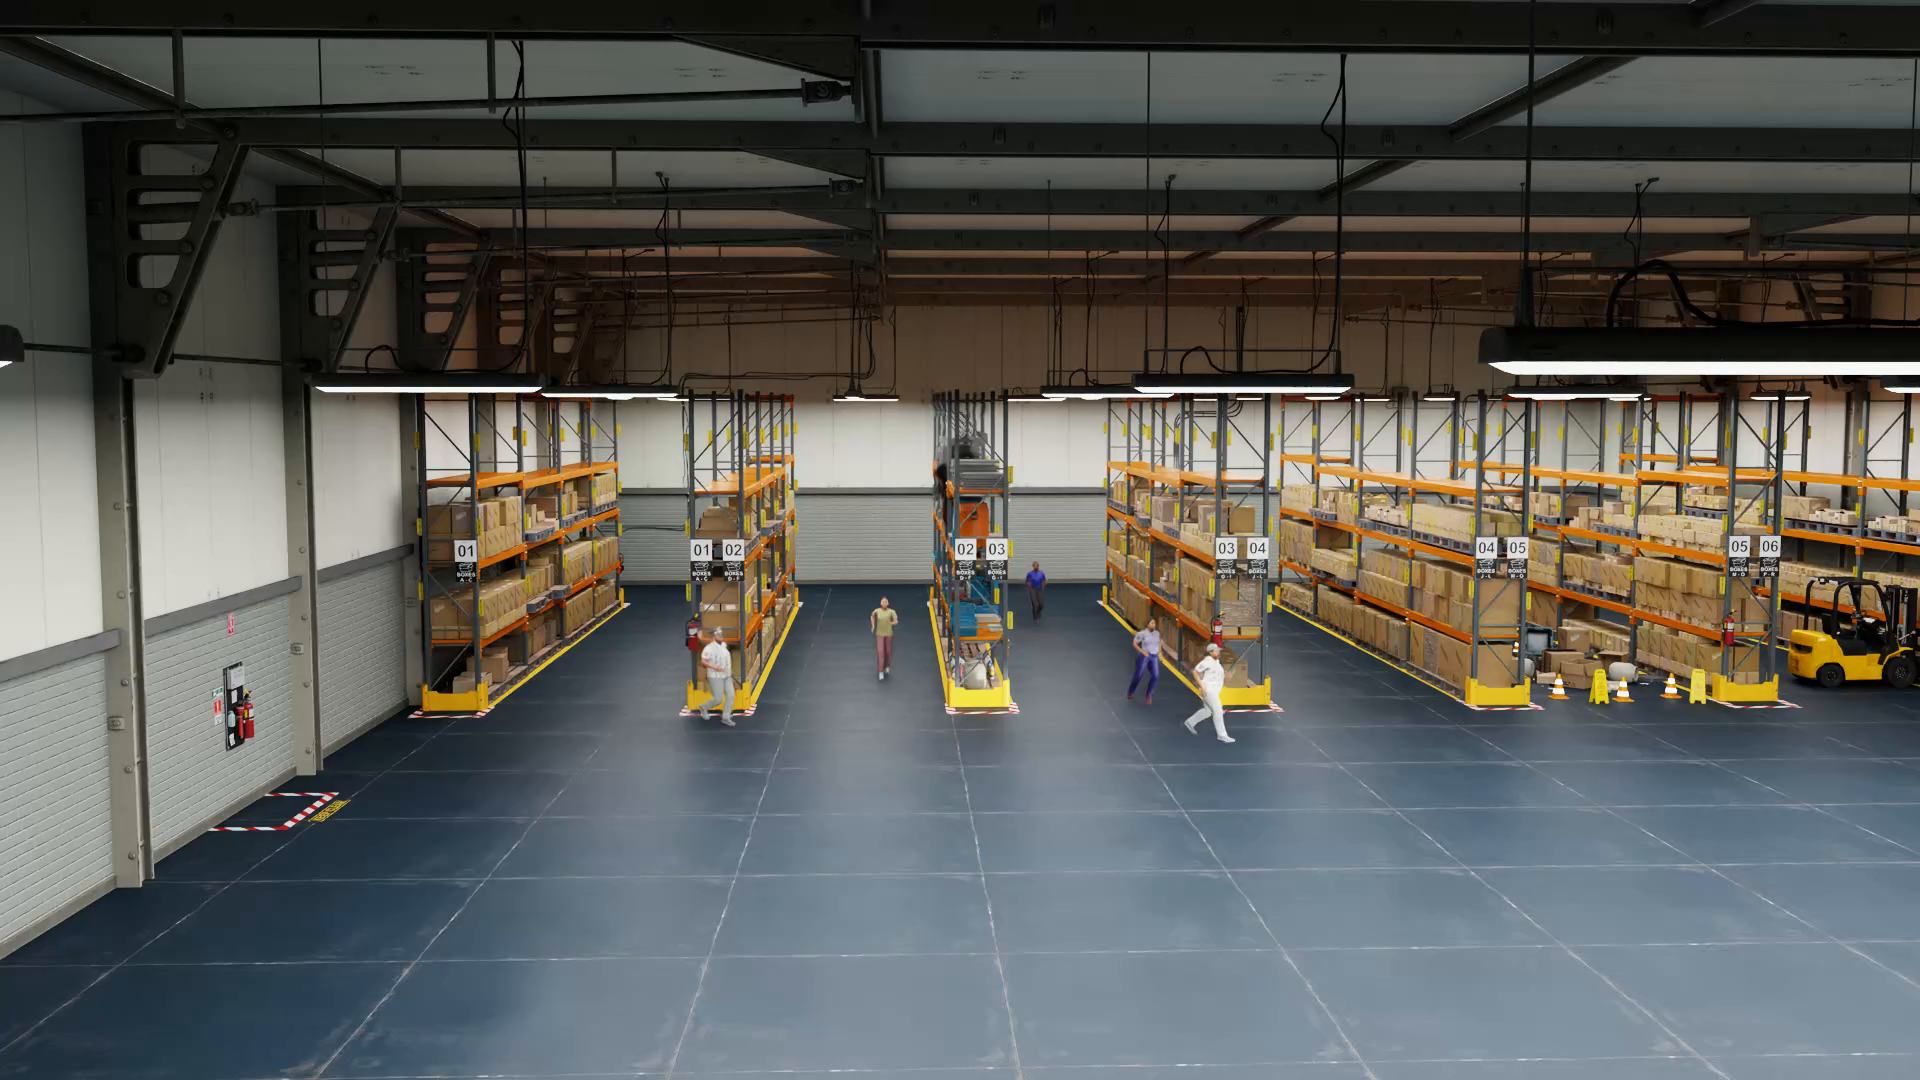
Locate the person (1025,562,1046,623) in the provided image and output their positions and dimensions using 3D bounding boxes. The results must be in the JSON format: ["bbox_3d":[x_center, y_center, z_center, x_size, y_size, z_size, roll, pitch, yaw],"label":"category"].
[{"bbox_3d":[1.995,1.365,43.588,0.555,1.609,0.550,-1,5,-8],"label":"person"}]

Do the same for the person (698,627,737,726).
[{"bbox_3d":[-4.341,2.433,29.753,0.738,1.783,0.675,3,6,34],"label":"person"}]

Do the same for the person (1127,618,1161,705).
[{"bbox_3d":[3.600,2.324,31.964,0.692,1.674,0.694,-1,5,-17],"label":"person"}]

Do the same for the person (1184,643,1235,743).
[{"bbox_3d":[4.230,2.570,28.217,0.936,1.655,0.605,2,5,26],"label":"person"}]

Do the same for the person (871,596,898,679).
[{"bbox_3d":[-1.579,2.016,34.872,0.564,1.682,0.907,0,5,-4],"label":"person"}]
